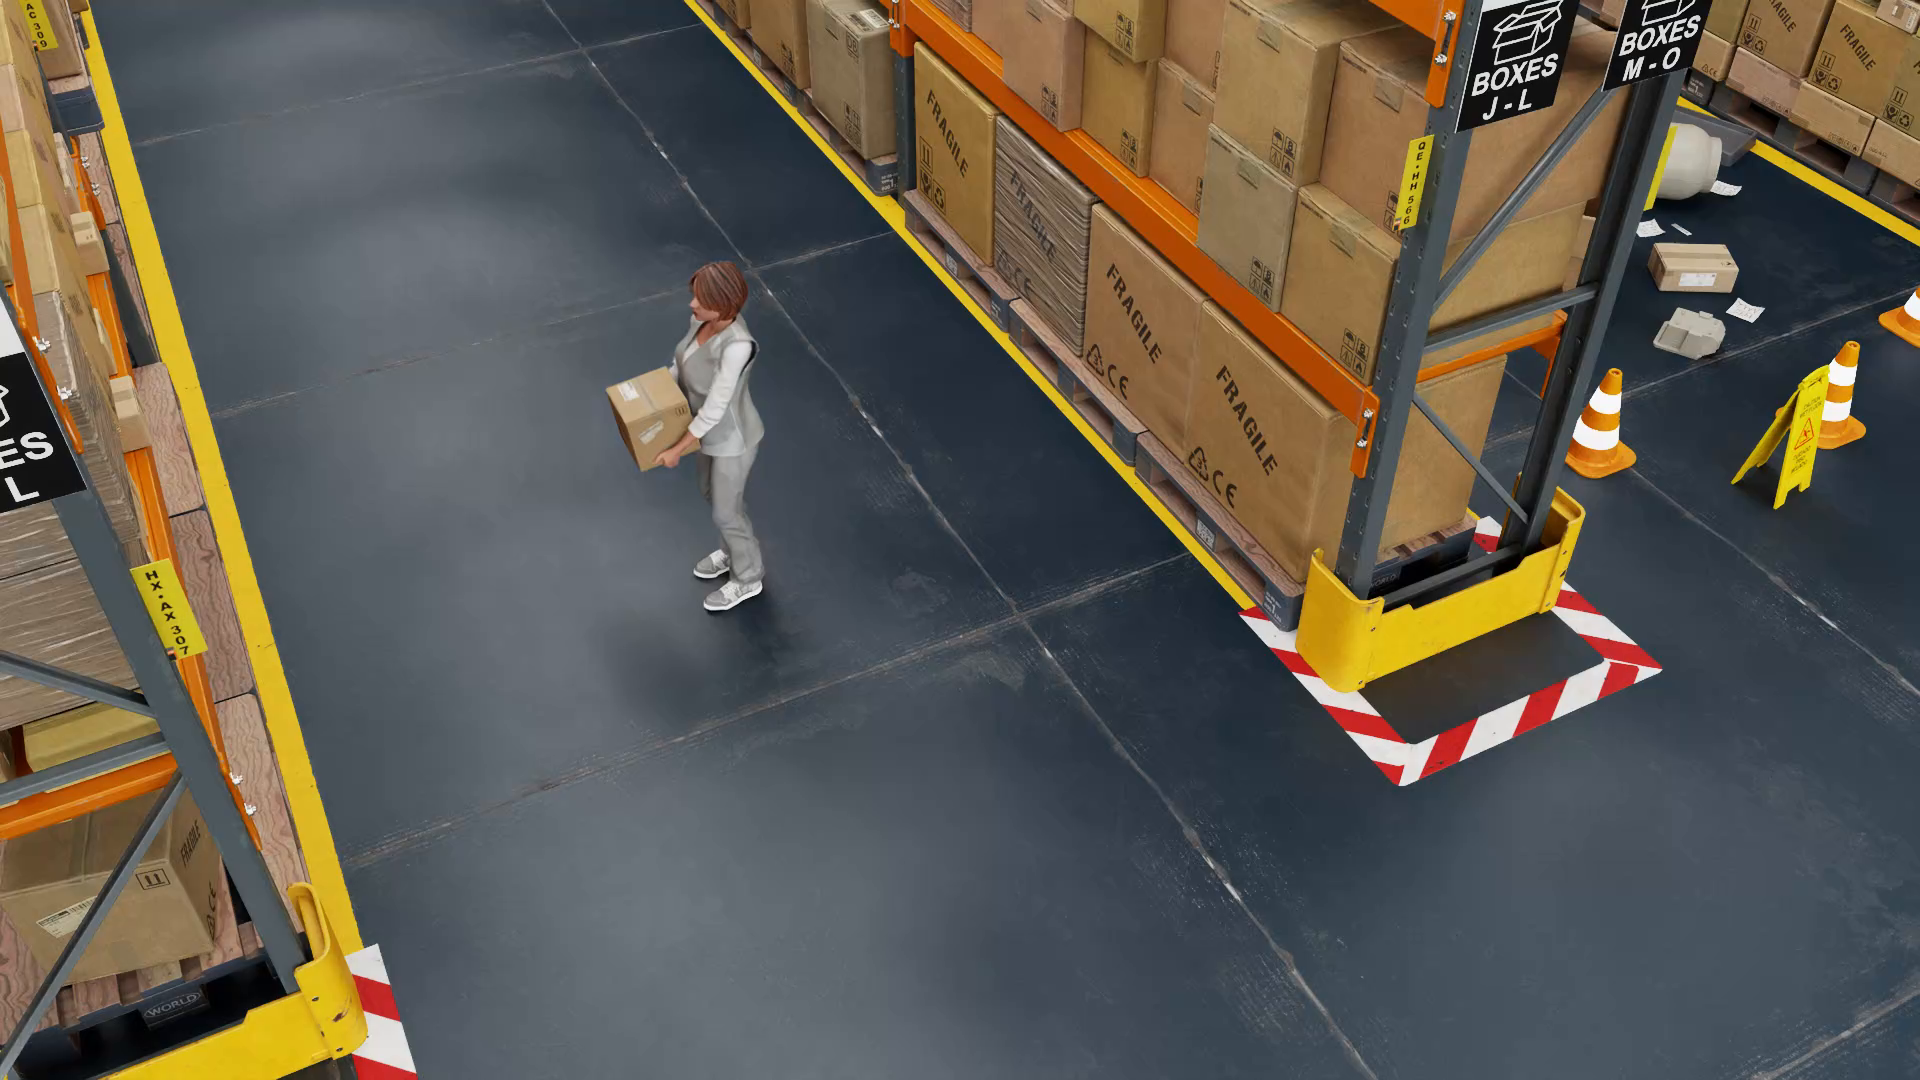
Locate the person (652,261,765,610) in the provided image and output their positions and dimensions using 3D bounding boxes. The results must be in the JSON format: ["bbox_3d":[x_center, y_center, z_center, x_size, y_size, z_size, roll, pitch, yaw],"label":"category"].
[{"bbox_3d":[-1.024,-0.386,6.613,0.488,1.577,0.405,-18,45,-19],"label":"person"}]
